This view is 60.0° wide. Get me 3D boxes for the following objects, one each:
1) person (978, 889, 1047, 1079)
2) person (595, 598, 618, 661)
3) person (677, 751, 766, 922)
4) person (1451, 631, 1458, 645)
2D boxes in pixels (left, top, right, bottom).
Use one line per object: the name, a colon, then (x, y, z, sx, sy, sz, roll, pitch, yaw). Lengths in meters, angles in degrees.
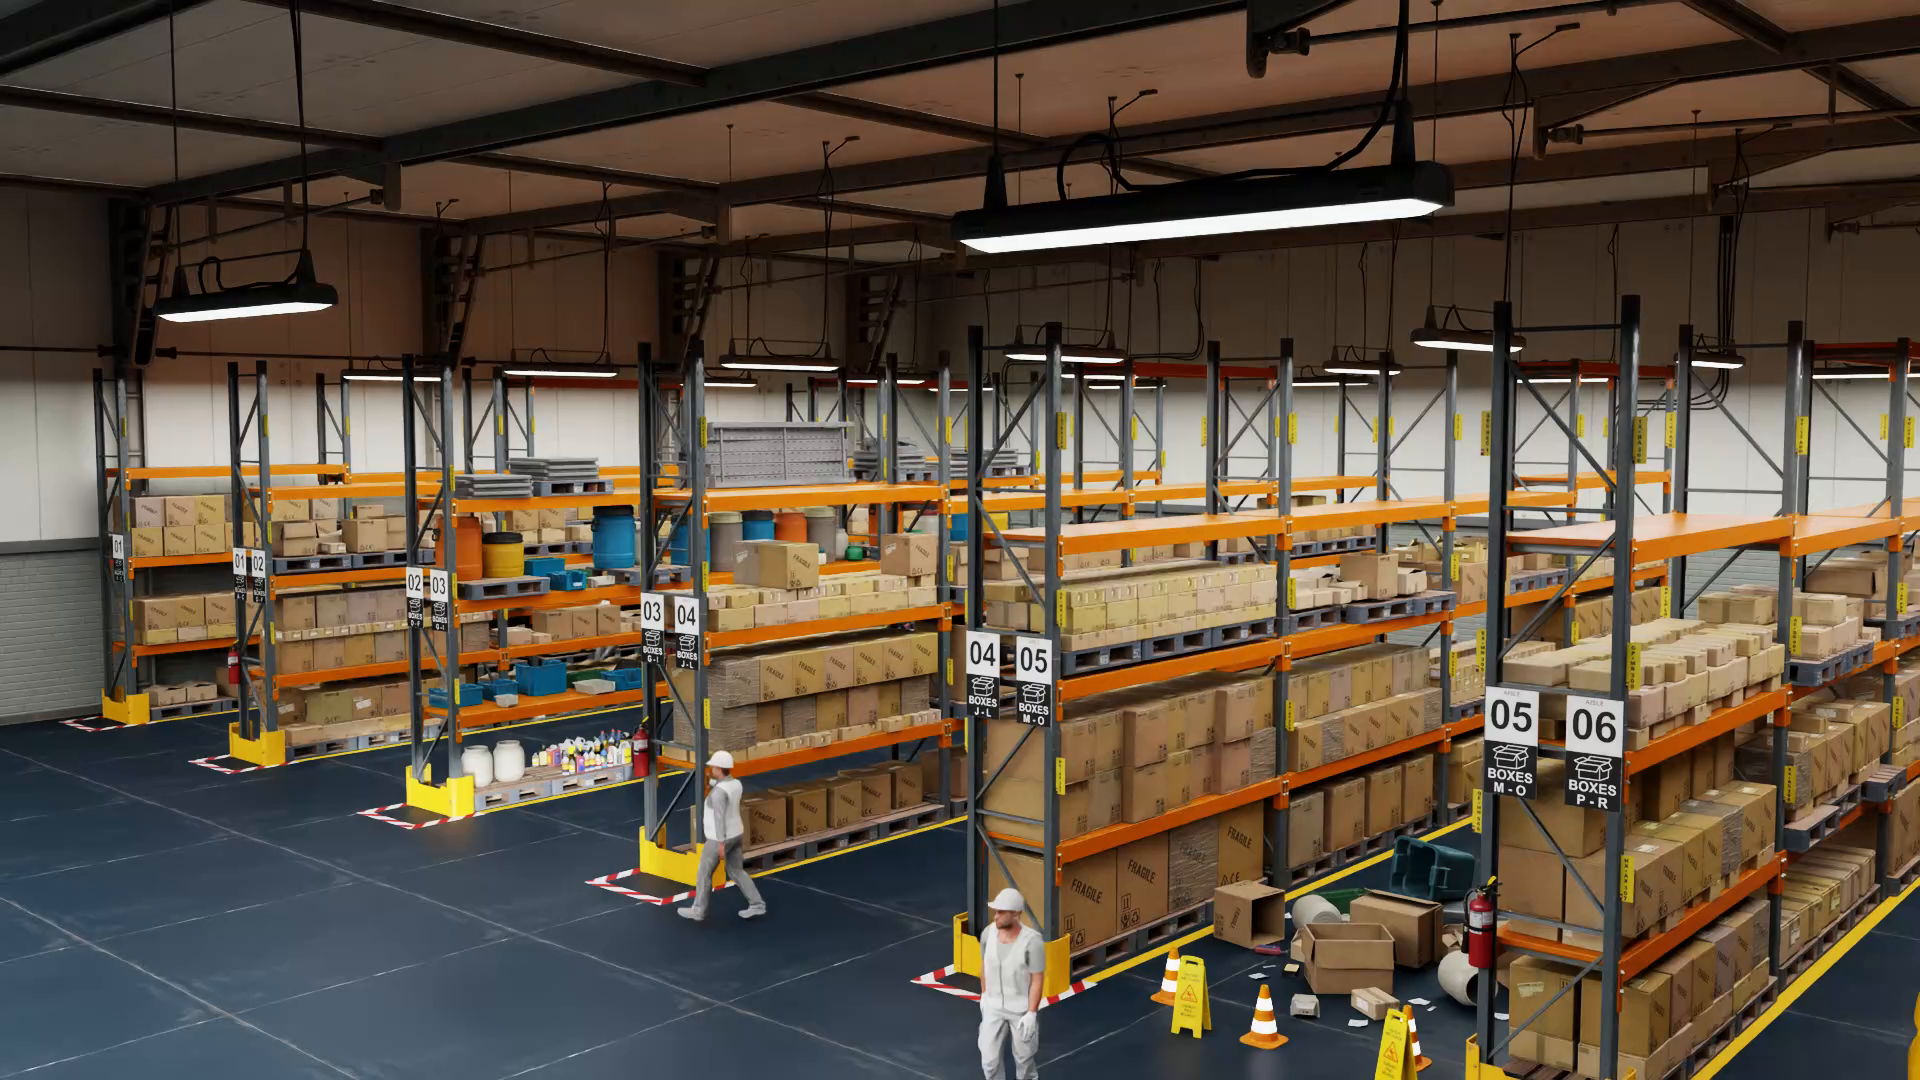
person: (0.366, 3.426, 11.987, 0.563, 1.875, 0.560, 2, 5, 25)
person: (-7.266, 1.819, 33.991, 0.478, 1.668, 0.489, -2, 5, -31)
person: (-2.441, 3.041, 17.095, 0.869, 1.759, 0.532, 2, 5, 23)
person: (7.797, 2.335, 26.451, 0.537, 1.794, 0.533, 1, 4, 13)
